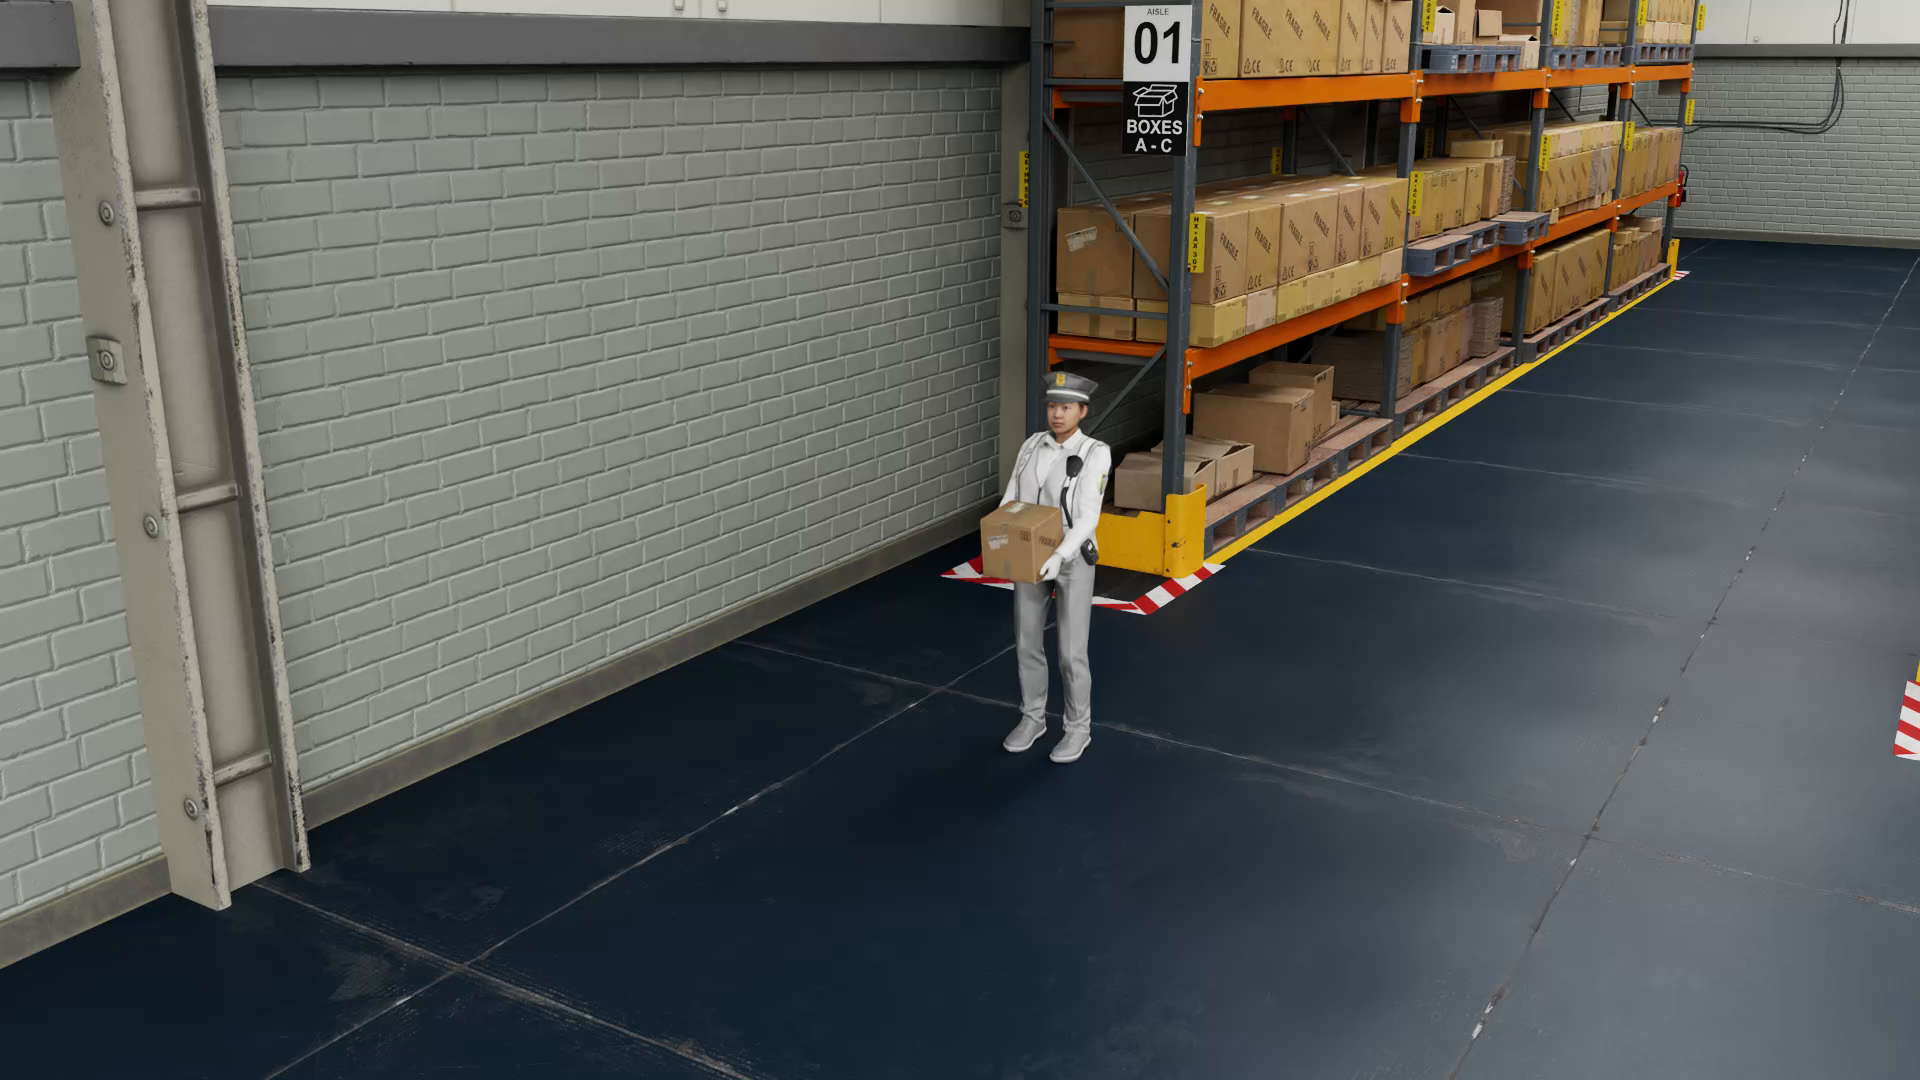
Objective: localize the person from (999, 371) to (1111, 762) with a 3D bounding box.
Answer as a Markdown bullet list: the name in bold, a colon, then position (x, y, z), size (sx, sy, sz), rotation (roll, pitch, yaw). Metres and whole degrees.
- **person**: position (0.363, 0.120, 7.087), size (0.453, 1.686, 0.556), rotation (10, 19, 31)
